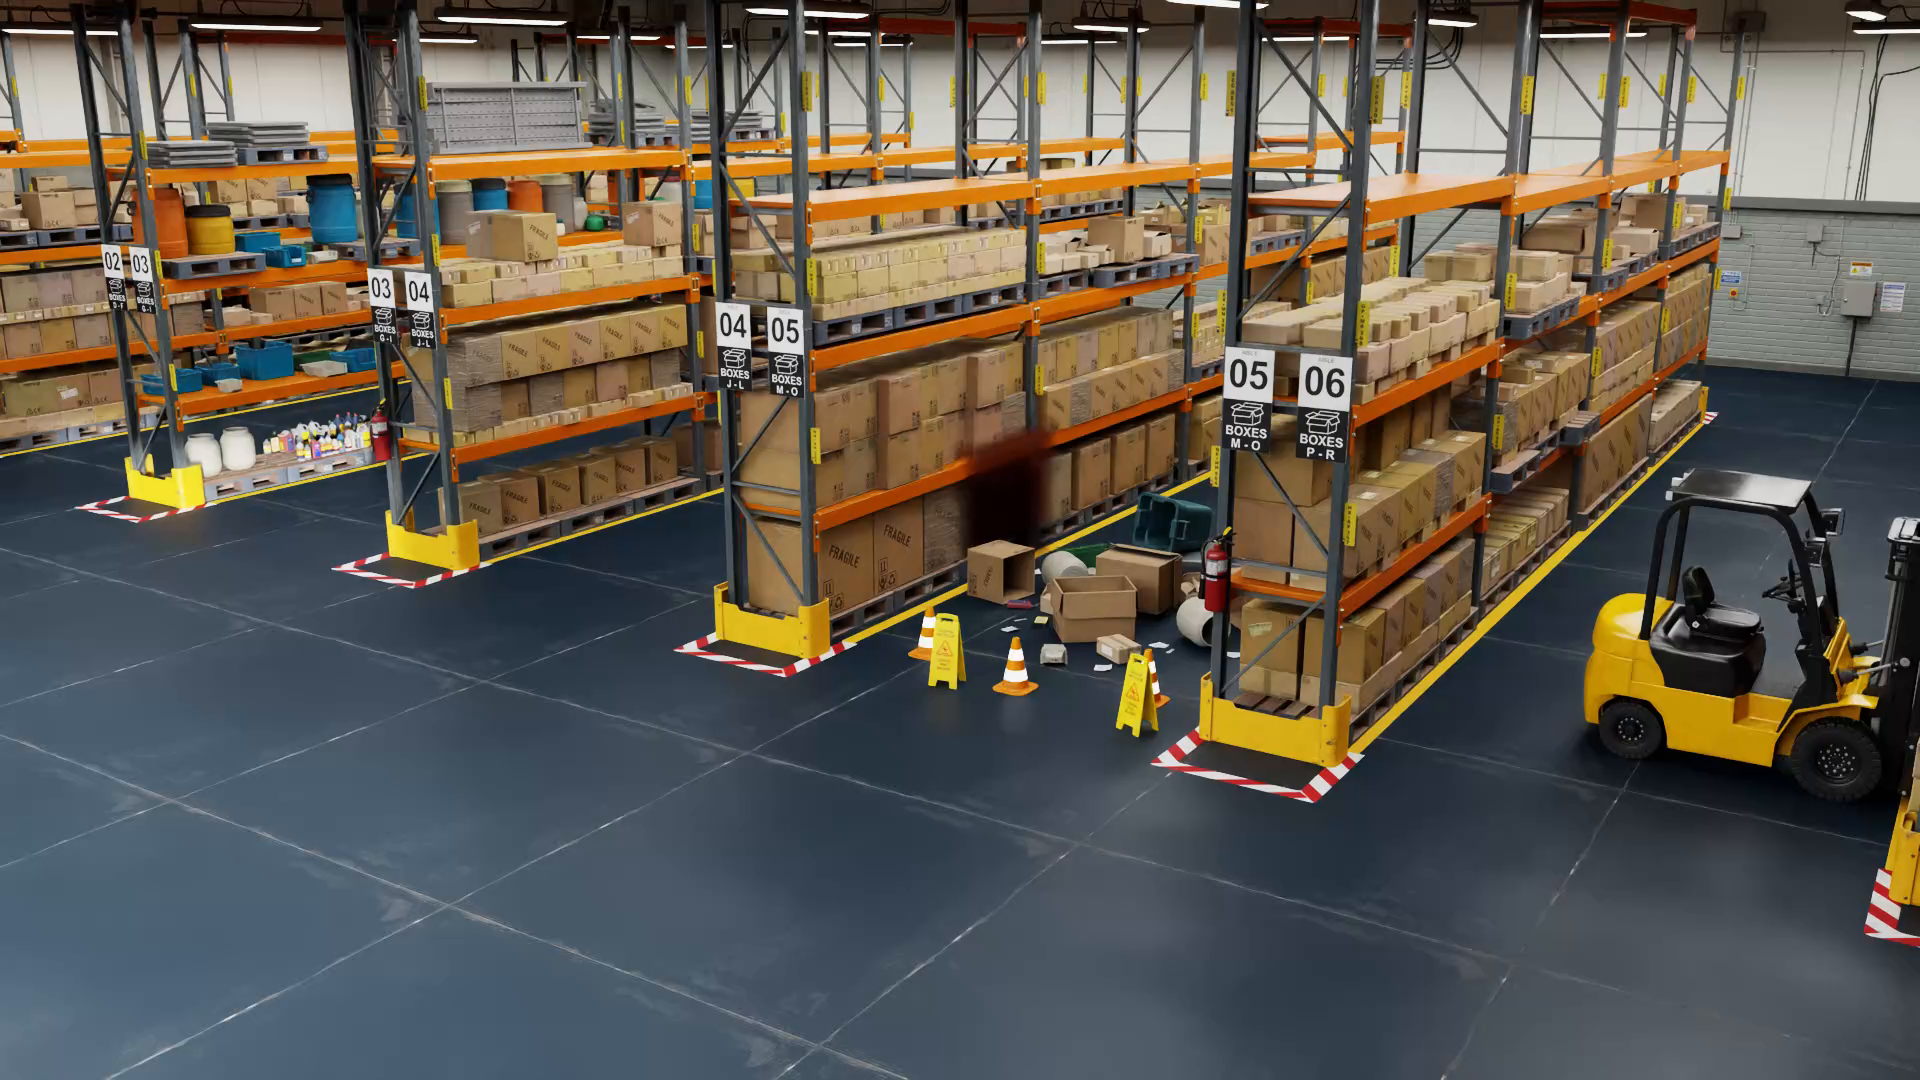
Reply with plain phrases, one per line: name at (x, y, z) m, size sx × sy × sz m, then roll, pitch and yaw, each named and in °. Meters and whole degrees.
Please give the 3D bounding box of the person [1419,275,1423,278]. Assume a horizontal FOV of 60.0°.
person at (8.176, -3.818, 29.536) m, size 0.461 × 1.786 × 0.598 m, roll 3°, pitch 16°, yaw 9°

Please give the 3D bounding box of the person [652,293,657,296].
person at (-7.424, -6.692, 40.150) m, size 0.533 × 1.666 × 1.066 m, roll -12°, pitch 19°, yaw -36°

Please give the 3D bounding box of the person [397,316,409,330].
person at (-11.251, -4.895, 33.673) m, size 0.807 × 1.655 × 0.476 m, roll -8°, pitch 17°, yaw -26°
